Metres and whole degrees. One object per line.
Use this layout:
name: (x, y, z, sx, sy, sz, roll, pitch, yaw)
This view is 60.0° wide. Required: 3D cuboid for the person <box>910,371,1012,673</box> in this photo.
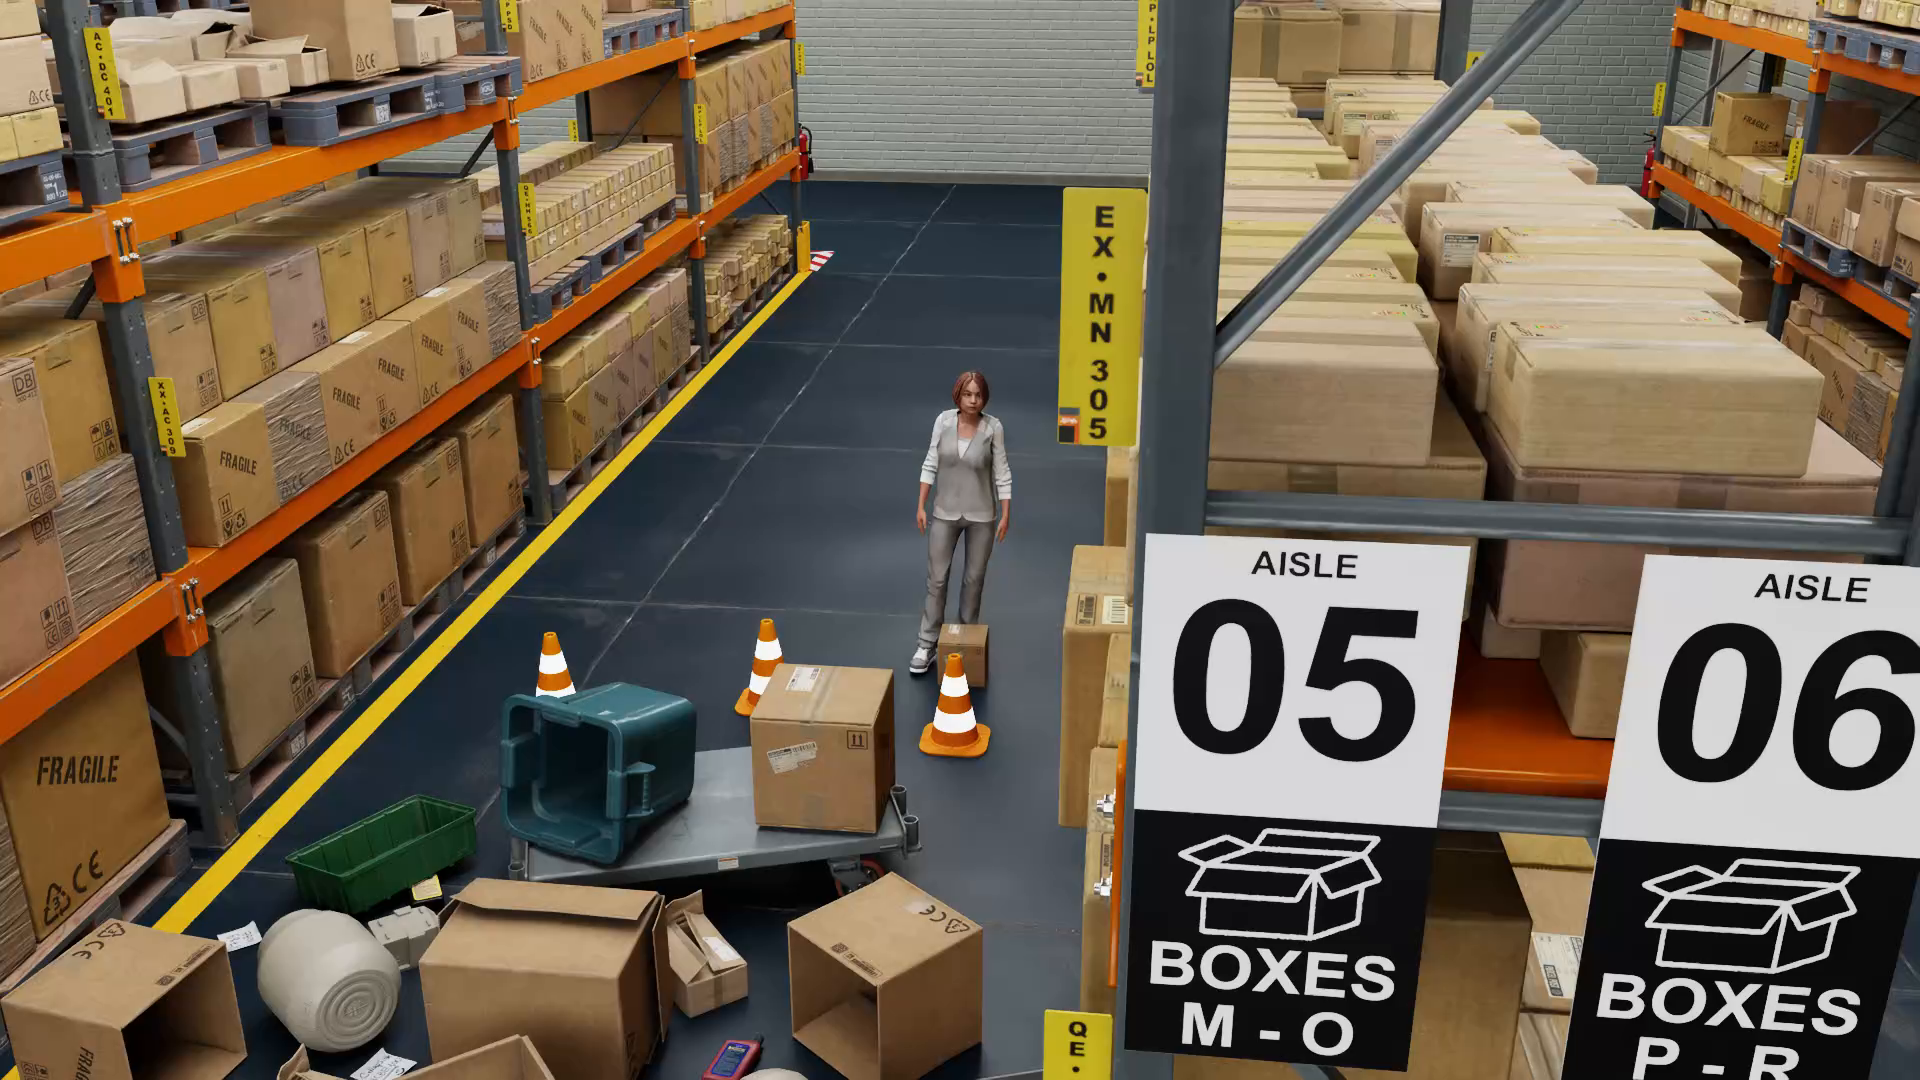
person: (0.005, -0.087, 8.794, 0.521, 1.600, 0.467, 3, 22, 6)
